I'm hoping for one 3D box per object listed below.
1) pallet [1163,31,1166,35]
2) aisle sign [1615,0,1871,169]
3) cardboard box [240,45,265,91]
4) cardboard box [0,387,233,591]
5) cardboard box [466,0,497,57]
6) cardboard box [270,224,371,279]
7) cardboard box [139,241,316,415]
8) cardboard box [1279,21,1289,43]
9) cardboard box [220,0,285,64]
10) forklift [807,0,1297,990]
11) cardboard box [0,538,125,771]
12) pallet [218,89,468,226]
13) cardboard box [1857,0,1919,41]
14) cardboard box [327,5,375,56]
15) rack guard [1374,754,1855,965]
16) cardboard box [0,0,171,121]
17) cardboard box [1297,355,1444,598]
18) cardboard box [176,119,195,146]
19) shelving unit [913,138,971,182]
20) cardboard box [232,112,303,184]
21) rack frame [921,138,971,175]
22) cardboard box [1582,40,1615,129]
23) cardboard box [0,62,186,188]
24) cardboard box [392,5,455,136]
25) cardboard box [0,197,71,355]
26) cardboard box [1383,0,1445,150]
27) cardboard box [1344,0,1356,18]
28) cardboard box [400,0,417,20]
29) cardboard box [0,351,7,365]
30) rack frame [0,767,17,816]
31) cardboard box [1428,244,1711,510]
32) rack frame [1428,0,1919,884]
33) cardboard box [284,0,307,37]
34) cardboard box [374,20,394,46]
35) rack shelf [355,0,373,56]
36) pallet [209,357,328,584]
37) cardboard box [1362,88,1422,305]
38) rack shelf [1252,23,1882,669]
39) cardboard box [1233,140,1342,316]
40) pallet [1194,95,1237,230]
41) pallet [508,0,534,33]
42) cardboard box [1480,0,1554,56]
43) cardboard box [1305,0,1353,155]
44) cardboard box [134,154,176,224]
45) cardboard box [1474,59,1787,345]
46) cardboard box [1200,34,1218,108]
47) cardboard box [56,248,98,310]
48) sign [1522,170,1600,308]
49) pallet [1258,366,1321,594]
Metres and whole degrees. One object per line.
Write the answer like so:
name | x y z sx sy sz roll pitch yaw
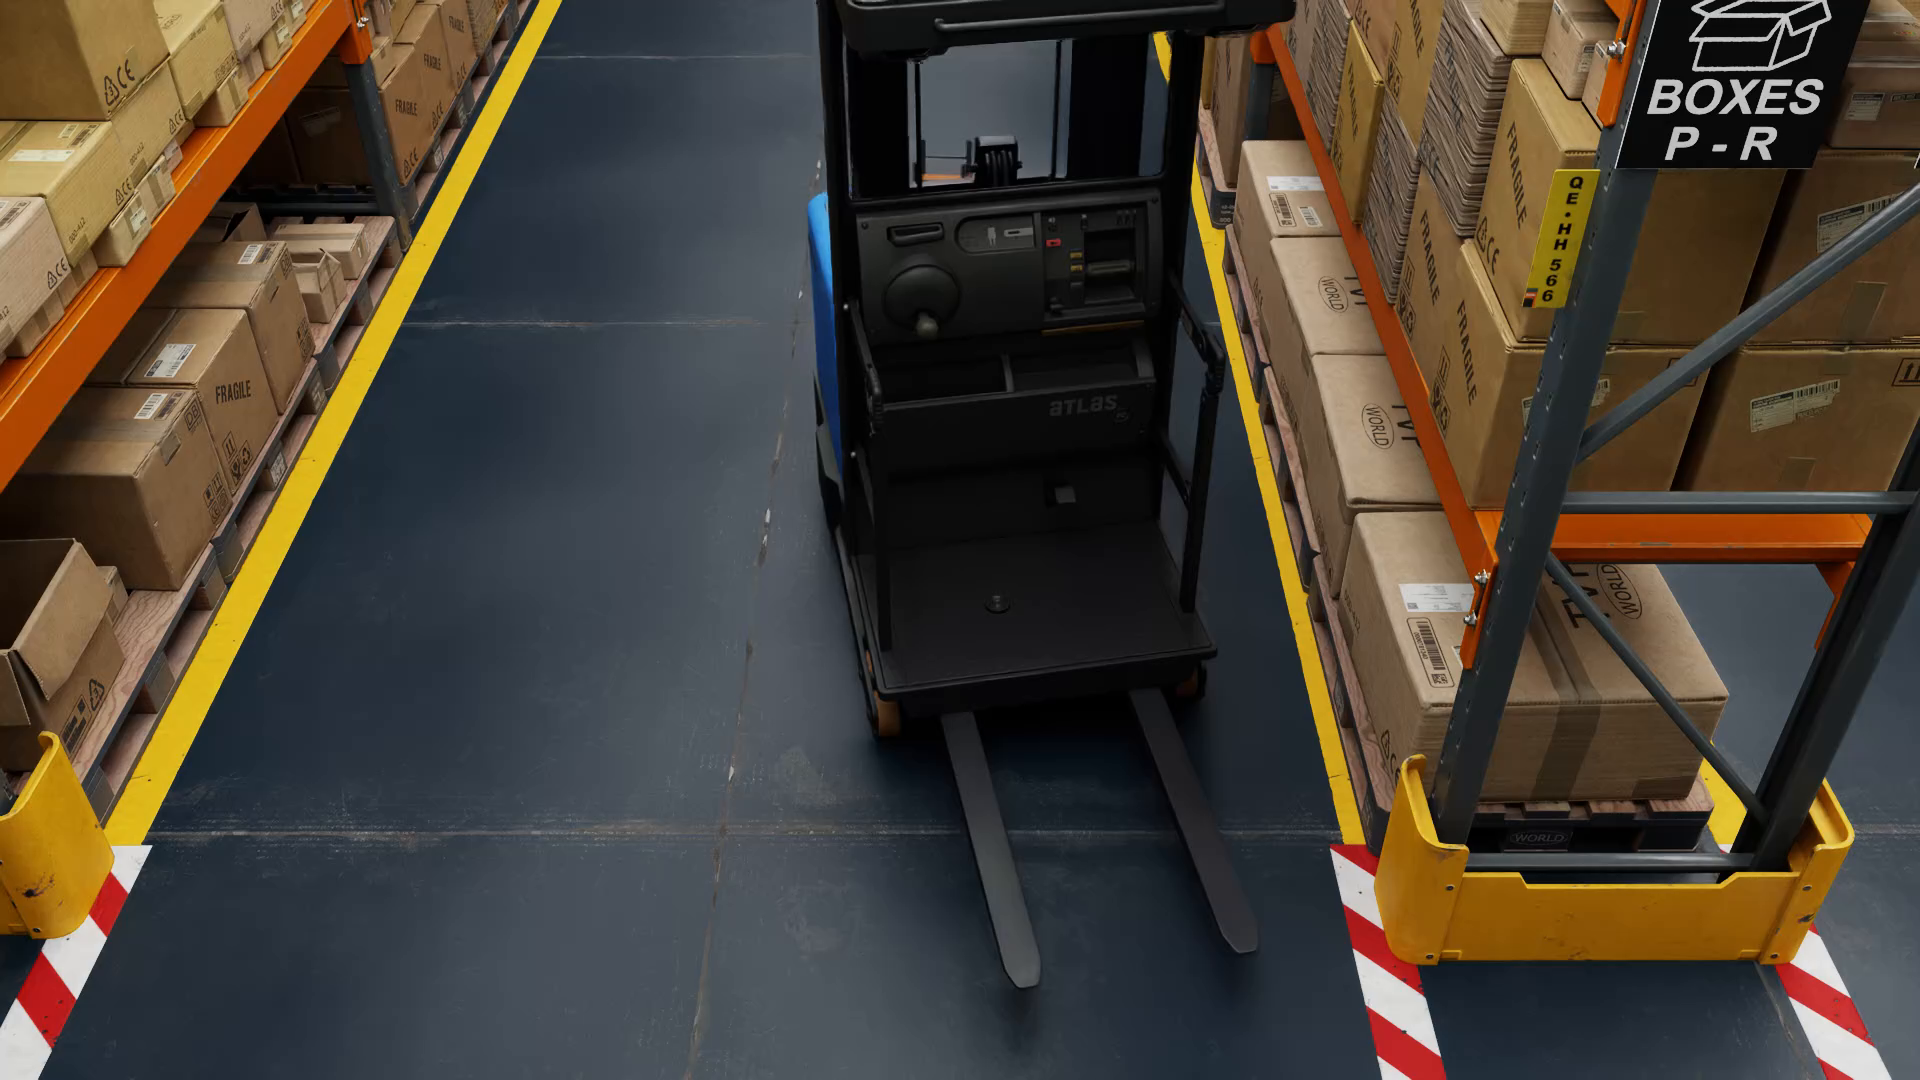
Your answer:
pallet | 1.736 -3.504 10.454 1.003 0.211 1.213 0 39 0
aisle sign | 1.509 -1.052 3.085 0.394 0.787 0.004 0 39 0
cardboard box | -2.876 -1.792 6.288 0.380 0.149 0.250 1 39 1
cardboard box | -3.012 -0.182 5.742 0.700 0.500 0.500 1 39 2
cardboard box | -2.926 -3.039 9.306 0.500 0.500 0.500 -1 39 -2
cardboard box | -2.855 -1.281 7.394 0.380 0.149 0.250 -1 39 -1
cardboard box | -3.014 -0.832 6.552 0.700 0.500 0.500 -1 39 -2
cardboard box | 1.553 -2.329 6.678 0.500 0.500 0.500 1 39 1
cardboard box | -2.889 -2.004 6.234 0.500 0.250 0.500 0 39 0
forklift | 0.199 -0.749 4.841 1.130 2.935 3.031 -7 39 -8
cardboard box | -3.050 0.351 5.074 0.797 0.503 0.637 -1 39 -2
pallet | -3.188 -1.999 8.575 1.003 0.211 1.213 0 39 0
cardboard box | 2.024 -1.151 3.889 0.380 0.149 0.250 1 39 1
cardboard box | -2.944 -2.360 7.703 0.380 0.149 0.250 -1 39 -1
rack guard | 1.819 0.908 4.717 1.175 0.500 0.348 0 39 0
cardboard box | -2.878 -1.649 5.191 0.500 0.500 0.500 1 39 1
cardboard box | 1.709 -0.232 5.854 0.875 0.438 0.875 1 39 1
cardboard box | -2.960 -1.470 5.887 0.380 0.149 0.250 0 39 1
shelving unit | -0.072 -1.075 6.740 0.215 1.050 0.252 4 35 5
cardboard box | -3.445 -2.073 8.102 0.500 0.500 0.500 0 39 0
rack frame | -0.059 -1.144 6.840 0.200 1.050 0.008 4 35 5
cardboard box | 1.619 -0.989 3.688 0.380 0.149 0.250 0 39 1
cardboard box | -2.902 -1.370 5.443 0.500 0.250 0.500 -1 39 -1
cardboard box | -2.935 -2.402 8.512 0.500 0.500 0.500 -1 39 -1
cardboard box | -2.876 -0.734 4.649 0.500 0.250 0.500 0 39 0
cardboard box | 1.553 -1.449 4.780 0.500 0.500 0.500 0 39 0
cardboard box | 1.557 -2.079 5.566 0.500 0.500 0.500 1 39 1
cardboard box | -2.987 -2.749 8.426 0.380 0.149 0.250 -1 39 -1
cardboard box | -2.952 -0.508 4.686 0.380 0.149 0.250 -1 39 -1
rack frame | -3.144 -0.077 3.947 1.000 3.000 0.127 0 39 0
cardboard box | 1.554 -0.423 4.299 0.500 0.500 0.500 0 39 0
rack frame | 1.819 -0.083 3.955 1.000 3.000 0.127 0 39 0
cardboard box | -2.874 -2.118 6.695 0.380 0.149 0.250 1 39 1
cardboard box | -2.961 -2.417 8.012 0.380 0.149 0.250 -1 39 -1
rack shelf | -3.151 -3.548 8.854 1.077 0.370 4.000 0 39 0
pallet | -3.145 -0.296 6.450 1.003 0.211 1.213 0 39 0
cardboard box | 1.558 -1.059 5.092 0.500 0.500 0.500 1 39 1
rack shelf | 1.817 -1.053 5.740 1.077 0.370 4.000 0 39 0
cardboard box | 1.708 -1.355 7.256 0.875 0.438 0.875 -1 39 -1
pallet | 1.738 -1.978 8.550 1.003 0.211 1.213 0 39 0
pallet | -3.191 -3.524 10.479 1.003 0.211 1.213 0 39 0
cardboard box | 1.510 -1.309 4.087 0.380 0.149 0.250 0 39 0
cardboard box | 1.544 -1.704 5.897 0.500 0.500 0.500 0 39 0
cardboard box | -2.843 -1.155 5.493 0.380 0.149 0.250 1 39 1
cardboard box | 1.581 -0.813 3.987 0.500 0.500 0.500 1 39 1
cardboard box | 1.725 -2.871 8.798 0.875 0.875 0.875 1 39 1
cardboard box | -2.897 -0.832 5.090 0.380 0.149 0.250 1 39 1
sign | 1.277 -0.635 3.529 0.100 0.325 0.005 0 39 0
pallet | 1.742 -0.255 6.400 1.003 0.211 1.213 0 39 0
